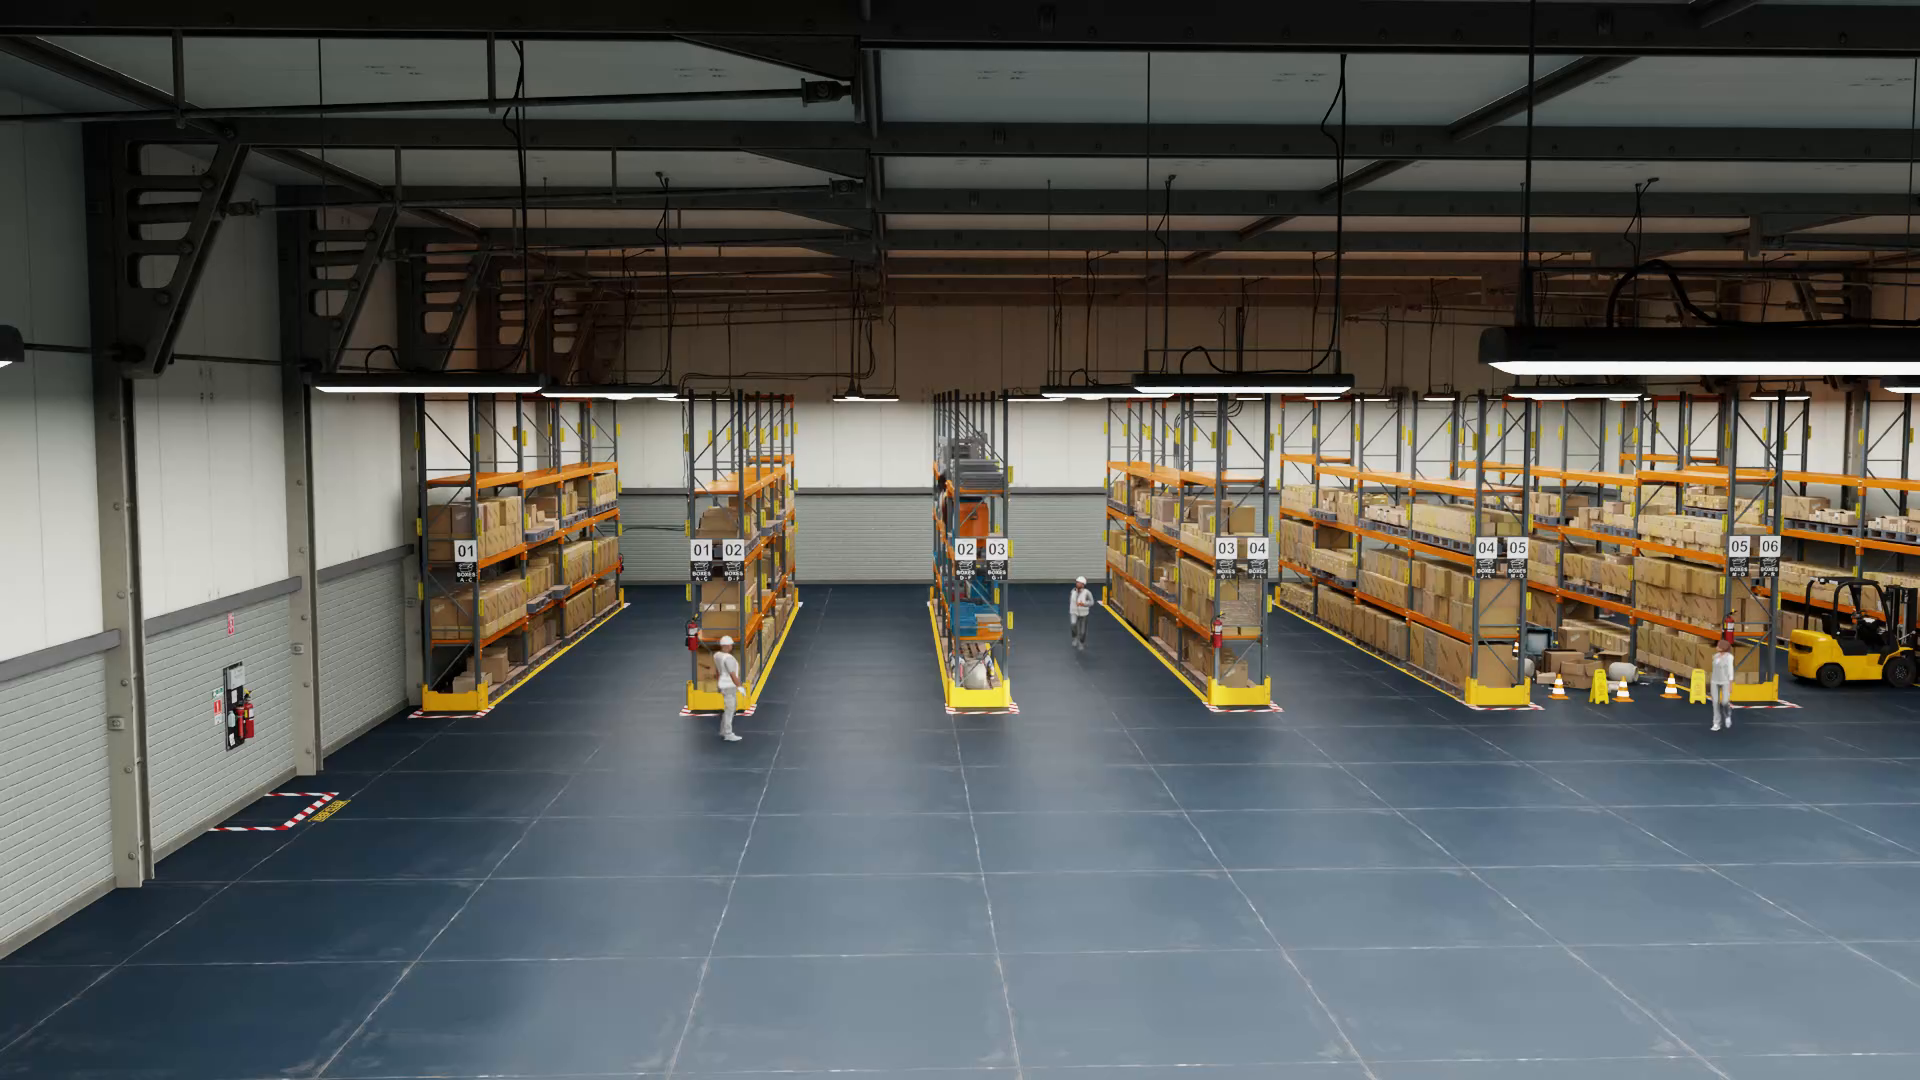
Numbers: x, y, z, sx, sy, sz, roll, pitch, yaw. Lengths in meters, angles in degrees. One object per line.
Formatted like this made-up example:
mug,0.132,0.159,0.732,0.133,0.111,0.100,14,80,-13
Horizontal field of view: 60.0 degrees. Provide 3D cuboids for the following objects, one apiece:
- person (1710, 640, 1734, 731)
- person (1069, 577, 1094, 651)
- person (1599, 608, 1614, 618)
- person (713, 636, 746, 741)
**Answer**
person,13.345,2.587,29.107,0.397,1.497,0.433,4,6,41
person,2.785,1.701,38.094,0.560,1.737,0.890,0,5,2
person,17.404,1.246,44.754,0.441,1.672,0.468,1,5,10
person,-3.931,2.536,28.403,0.543,1.825,0.655,-1,5,-11
